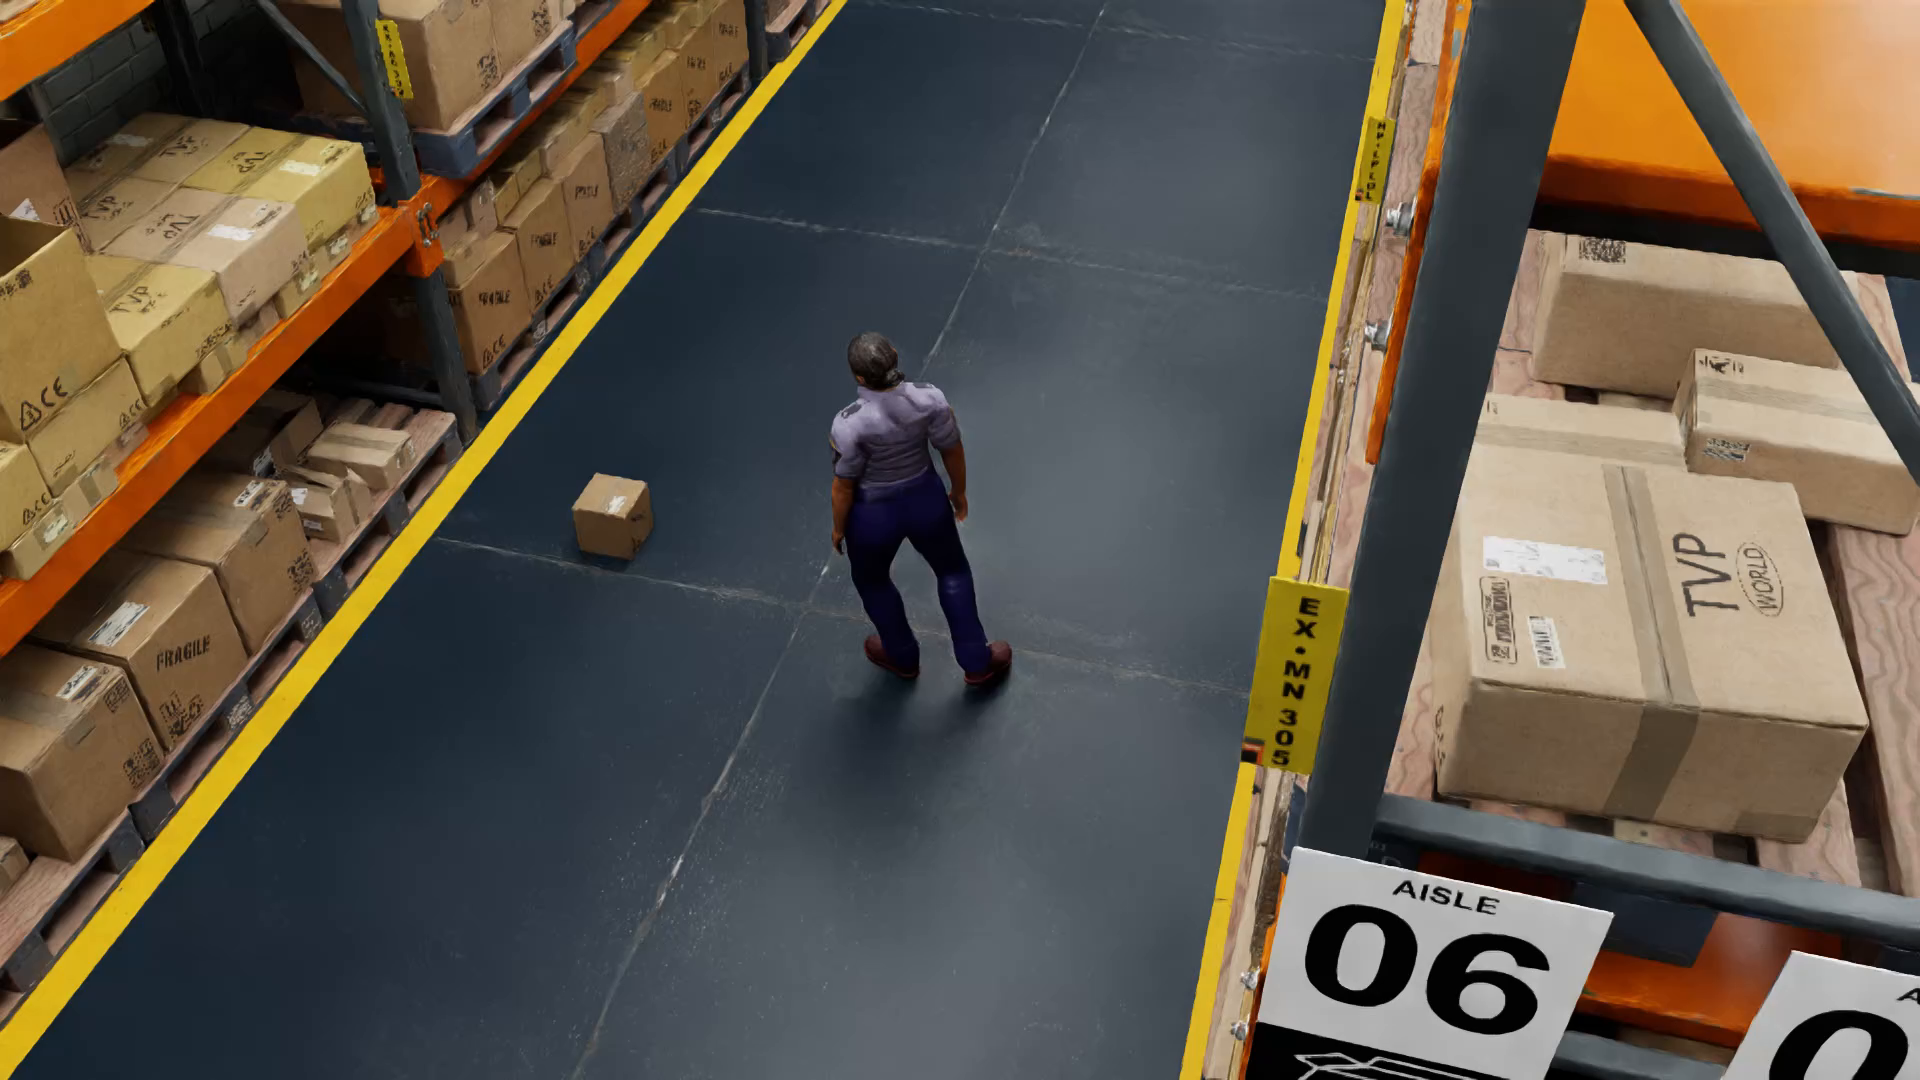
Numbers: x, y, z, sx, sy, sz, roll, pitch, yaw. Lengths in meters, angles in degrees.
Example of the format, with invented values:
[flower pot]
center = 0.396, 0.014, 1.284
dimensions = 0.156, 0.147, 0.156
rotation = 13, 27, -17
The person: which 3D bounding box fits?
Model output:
[person]
center = -0.138, -0.089, 6.287
dimensions = 0.678, 1.627, 0.518
rotation = -16, 44, -17
